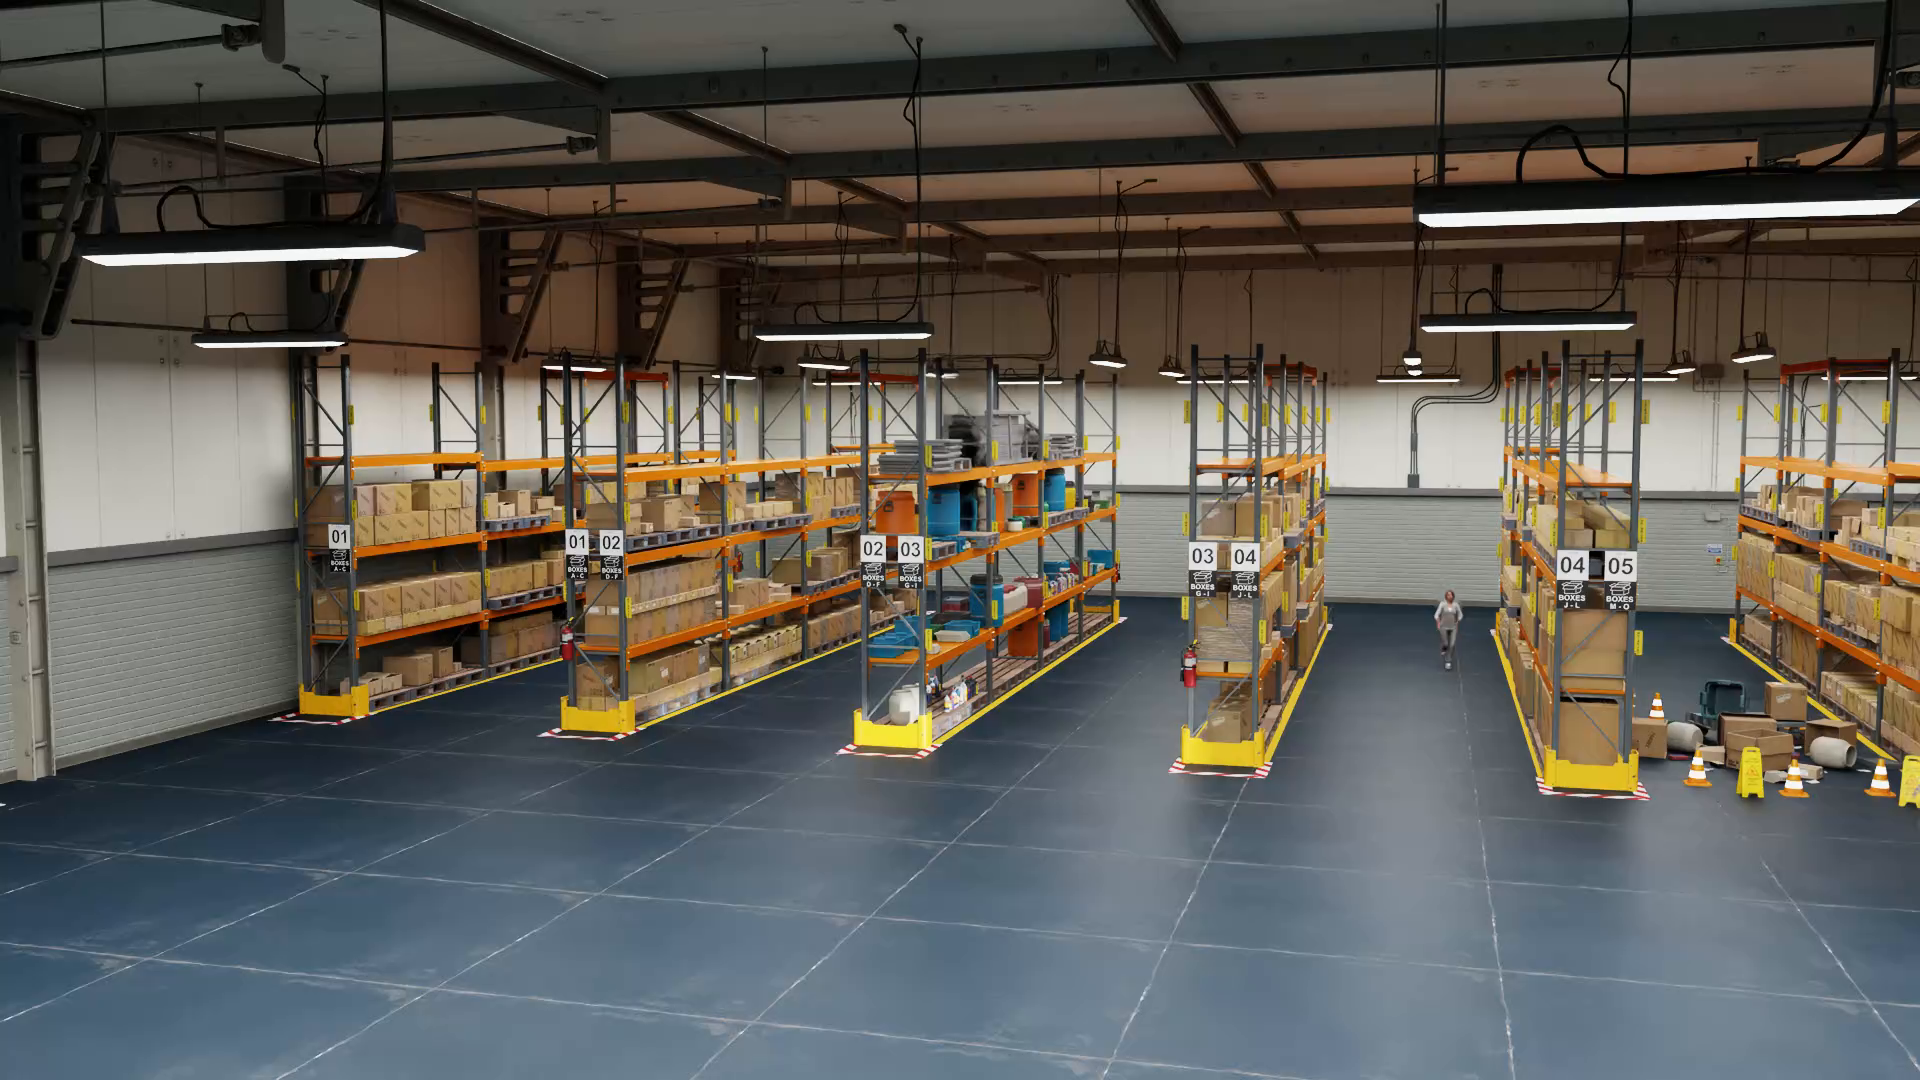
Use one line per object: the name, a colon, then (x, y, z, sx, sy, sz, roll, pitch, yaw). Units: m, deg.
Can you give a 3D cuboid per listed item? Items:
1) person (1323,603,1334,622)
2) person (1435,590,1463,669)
person: (8.452, 1.085, 40.077, 1.072, 1.762, 0.724, 4, 6, 41)
person: (9.690, 1.764, 32.962, 0.538, 1.557, 0.548, 1, 4, 10)
